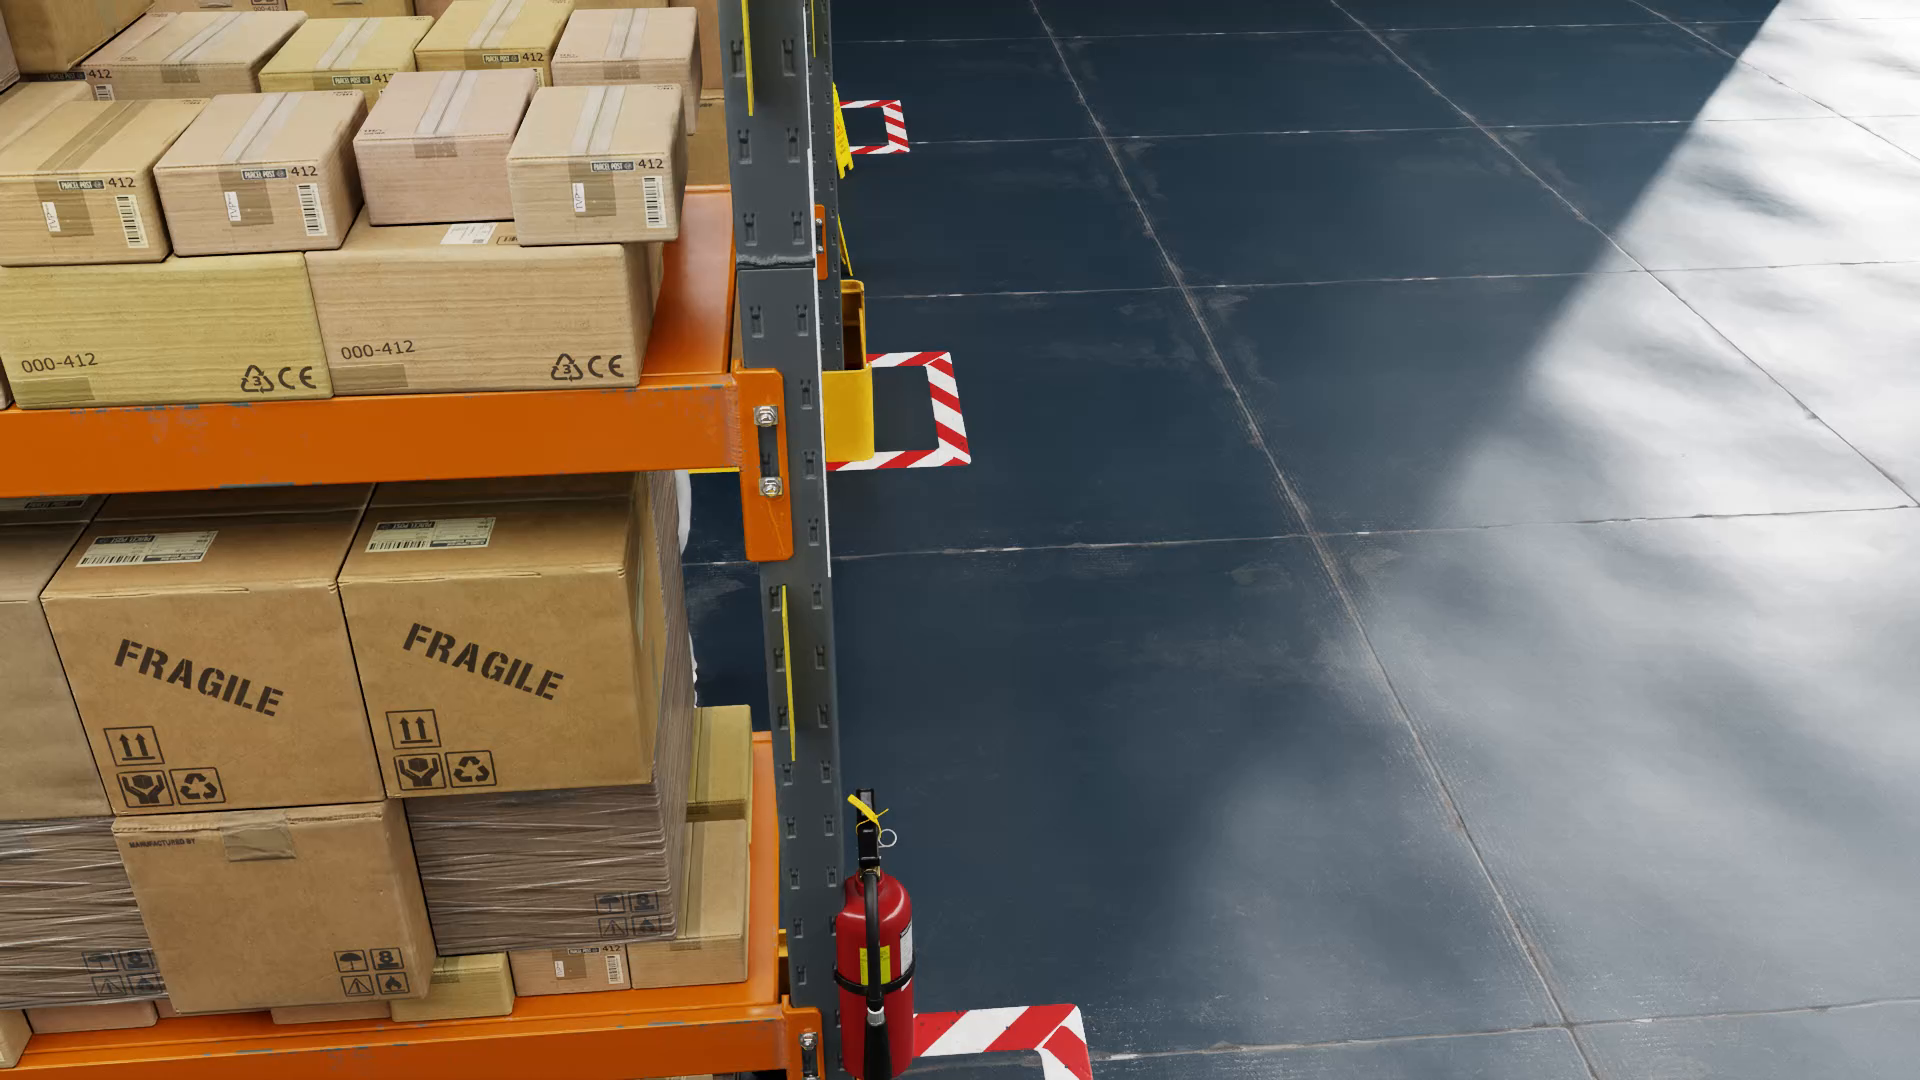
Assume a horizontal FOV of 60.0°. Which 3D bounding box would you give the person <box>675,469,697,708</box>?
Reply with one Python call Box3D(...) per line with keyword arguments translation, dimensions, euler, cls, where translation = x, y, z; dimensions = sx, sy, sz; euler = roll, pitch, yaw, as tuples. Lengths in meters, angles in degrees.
Box3D(translation=(-1.180, -0.058, 6.231), dimensions=(0.361, 1.671, 0.513), euler=(-5, 32, -8), cls="person")
